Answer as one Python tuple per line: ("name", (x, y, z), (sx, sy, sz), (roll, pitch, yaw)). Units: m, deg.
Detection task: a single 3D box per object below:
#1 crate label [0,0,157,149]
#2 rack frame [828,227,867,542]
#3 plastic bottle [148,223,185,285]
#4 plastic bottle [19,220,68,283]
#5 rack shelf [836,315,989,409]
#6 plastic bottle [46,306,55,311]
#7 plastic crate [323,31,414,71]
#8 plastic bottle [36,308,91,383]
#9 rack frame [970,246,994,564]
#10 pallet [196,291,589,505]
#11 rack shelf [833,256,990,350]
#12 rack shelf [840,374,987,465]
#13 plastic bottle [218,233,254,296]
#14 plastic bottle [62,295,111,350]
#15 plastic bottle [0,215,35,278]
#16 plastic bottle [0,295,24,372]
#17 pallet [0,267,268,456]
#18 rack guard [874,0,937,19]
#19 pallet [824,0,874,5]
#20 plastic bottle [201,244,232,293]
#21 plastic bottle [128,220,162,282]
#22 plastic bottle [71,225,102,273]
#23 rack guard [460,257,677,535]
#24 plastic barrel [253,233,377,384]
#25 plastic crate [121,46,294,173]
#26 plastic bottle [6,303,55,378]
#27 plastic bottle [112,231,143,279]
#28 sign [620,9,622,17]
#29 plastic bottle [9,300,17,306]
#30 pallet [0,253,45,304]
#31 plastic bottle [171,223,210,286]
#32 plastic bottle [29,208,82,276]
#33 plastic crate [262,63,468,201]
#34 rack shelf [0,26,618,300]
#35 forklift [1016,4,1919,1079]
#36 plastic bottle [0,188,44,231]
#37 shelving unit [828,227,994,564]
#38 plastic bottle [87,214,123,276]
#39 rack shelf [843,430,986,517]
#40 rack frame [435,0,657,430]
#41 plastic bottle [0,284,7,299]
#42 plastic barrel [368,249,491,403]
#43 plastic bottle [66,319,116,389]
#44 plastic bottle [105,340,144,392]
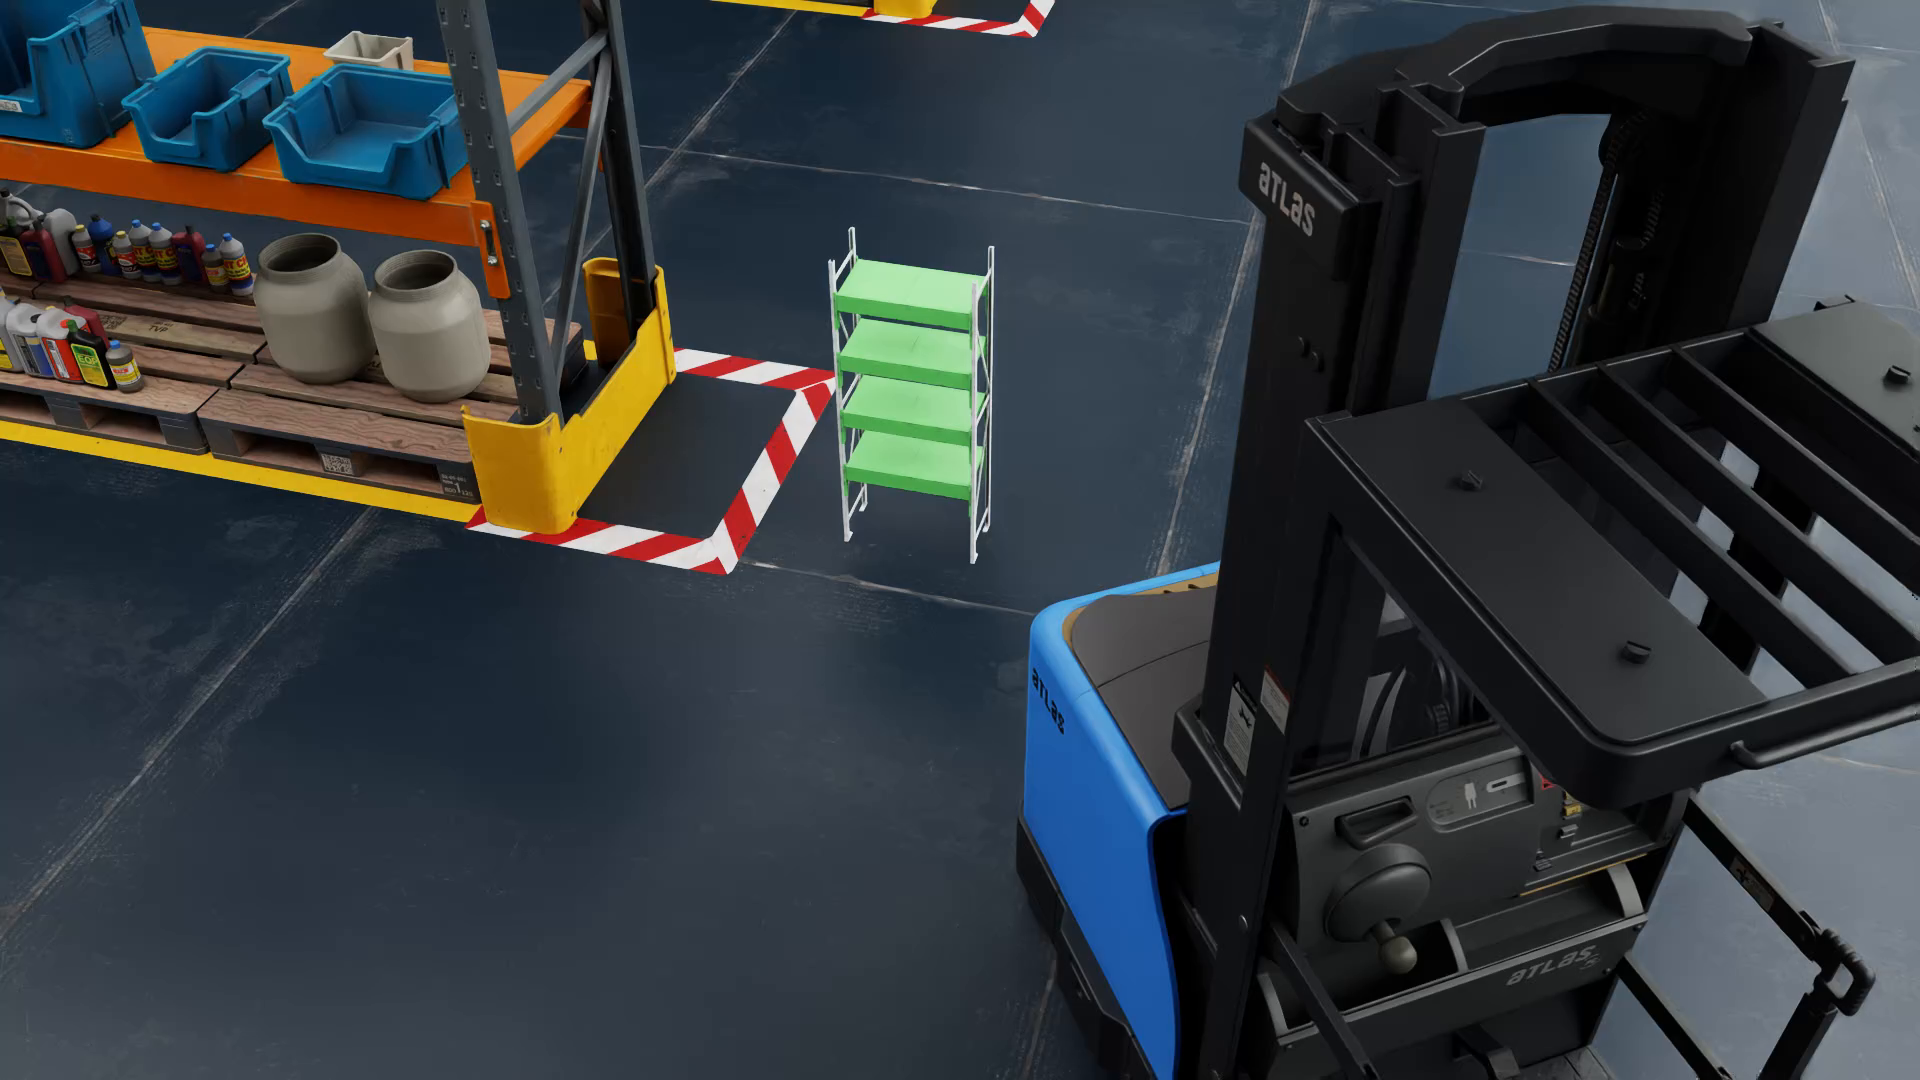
("crate label", (-3.274, -1.717, 5.935), (0.616, 0.435, 0.502), (10, 41, 11))
("rack frame", (-0.396, -0.528, 5.945), (0.015, 1.200, 0.240), (10, 41, 11))
("plastic bottle", (-3.428, -1.242, 7.175), (0.097, 0.271, 0.097), (0, 40, 0))
("plastic bottle", (-3.967, -1.250, 7.176), (0.133, 0.283, 0.061), (10, 41, 11))
("rack shelf", (-0.160, -0.622, 5.784), (0.480, 0.148, 0.258), (10, 41, 11))
("plastic bottle", (-3.669, -0.858, 6.773), (0.097, 0.201, 0.097), (0, 40, 0))
("plastic crate", (-2.207, -1.814, 6.282), (0.250, 0.136, 0.298), (10, 41, 11))
("plastic bottle", (-3.550, -0.783, 6.626), (0.135, 0.276, 0.152), (10, 41, 12))
("rack frame", (0.076, -0.446, 5.849), (0.015, 1.200, 0.240), (10, 41, 11))
("pallet", (-2.295, -0.620, 6.824), (1.213, 0.211, 1.003), (10, 41, 11))
("rack shelf", (-0.160, -0.806, 5.629), (0.480, 0.148, 0.258), (10, 41, 11))
("rack shelf", (-0.160, -0.438, 5.938), (0.480, 0.148, 0.258), (10, 41, 11))
("plastic bottle", (-3.097, -1.185, 7.107), (0.097, 0.271, 0.097), (0, 40, 0))
("plastic bottle", (-3.523, -0.852, 6.702), (0.133, 0.283, 0.061), (10, 41, 11))
("plastic bottle", (-4.097, -1.278, 7.209), (0.133, 0.283, 0.061), (10, 41, 11))
("plastic bottle", (-3.845, -0.860, 6.659), (0.185, 0.351, 0.144), (11, 41, 13))
("pallet", (-3.470, -0.824, 7.067), (1.213, 0.211, 1.003), (10, 41, 11))
("rack guard", (-0.219, -3.698, 10.265), (0.348, 0.500, 1.175), (10, 41, 11))
("pallet", (-0.994, -3.745, 10.545), (1.213, 0.211, 1.003), (10, 41, 11))
("plastic bottle", (-3.197, -1.175, 7.150), (0.097, 0.201, 0.097), (0, 40, 0))
("plastic bottle", (-3.524, -1.258, 7.195), (0.097, 0.271, 0.097), (0, 40, 0))
("plastic bottle", (-3.819, -1.282, 7.278), (0.097, 0.201, 0.097), (0, 40, 0))
("rack guard", (-1.511, -0.592, 6.566), (0.348, 0.500, 1.175), (10, 41, 11))
("plastic barrel", (-2.565, -0.919, 6.620), (0.421, 0.512, 0.421), (0, 40, 0))
("plastic crate", (-2.612, -1.518, 5.840), (0.408, 0.251, 0.499), (10, 41, 11))
("plastic bottle", (-3.684, -0.806, 6.653), (0.135, 0.276, 0.152), (9, 41, 10))
("plastic bottle", (-3.620, -1.248, 7.237), (0.097, 0.201, 0.097), (0, 40, 0))
("sign", (-1.279, -2.013, 6.099), (0.005, 0.325, 0.100), (10, 41, 11))
("plastic bottle", (-3.856, -0.885, 6.805), (0.097, 0.201, 0.097), (0, 40, 0))
("pallet", (-4.652, -1.025, 7.307), (1.213, 0.211, 1.003), (10, 41, 11))
("plastic bottle", (-3.311, -1.238, 7.162), (0.133, 0.283, 0.061), (10, 41, 12))
("plastic bottle", (-3.940, -1.313, 7.257), (0.135, 0.276, 0.152), (10, 41, 12))
("plastic crate", (-1.987, -1.406, 5.708), (0.616, 0.251, 0.499), (10, 41, 11))
("rack shelf", (-3.358, -1.623, 6.409), (4.000, 0.370, 1.077), (10, 41, 11))
("forklift", (1.153, 0.661, 3.184), (1.130, 2.935, 3.031), (-13, 42, -15))
("plastic bottle", (-4.096, -1.371, 7.268), (0.185, 0.351, 0.144), (10, 41, 11))
("shelving unit", (-0.160, -0.487, 5.897), (0.503, 1.200, 0.258), (10, 41, 11))
("plastic bottle", (-3.720, -1.292, 7.235), (0.097, 0.271, 0.097), (0, 40, 0))
("rack shelf", (-0.160, -0.254, 6.092), (0.480, 0.148, 0.258), (10, 41, 11))
("rack frame", (-1.426, -1.566, 5.782), (0.127, 3.000, 1.000), (10, 41, 11))
("plastic bottle", (-4.010, -0.958, 6.835), (0.135, 0.276, 0.152), (10, 41, 11))
("plastic barrel", (-2.081, -0.836, 6.521), (0.421, 0.512, 0.421), (0, 40, 0))
("plastic bottle", (-3.431, -0.735, 6.563), (0.133, 0.283, 0.061), (11, 41, 12))
("plastic bottle", (-3.313, -0.696, 6.580), (0.097, 0.201, 0.097), (0, 40, 0))
